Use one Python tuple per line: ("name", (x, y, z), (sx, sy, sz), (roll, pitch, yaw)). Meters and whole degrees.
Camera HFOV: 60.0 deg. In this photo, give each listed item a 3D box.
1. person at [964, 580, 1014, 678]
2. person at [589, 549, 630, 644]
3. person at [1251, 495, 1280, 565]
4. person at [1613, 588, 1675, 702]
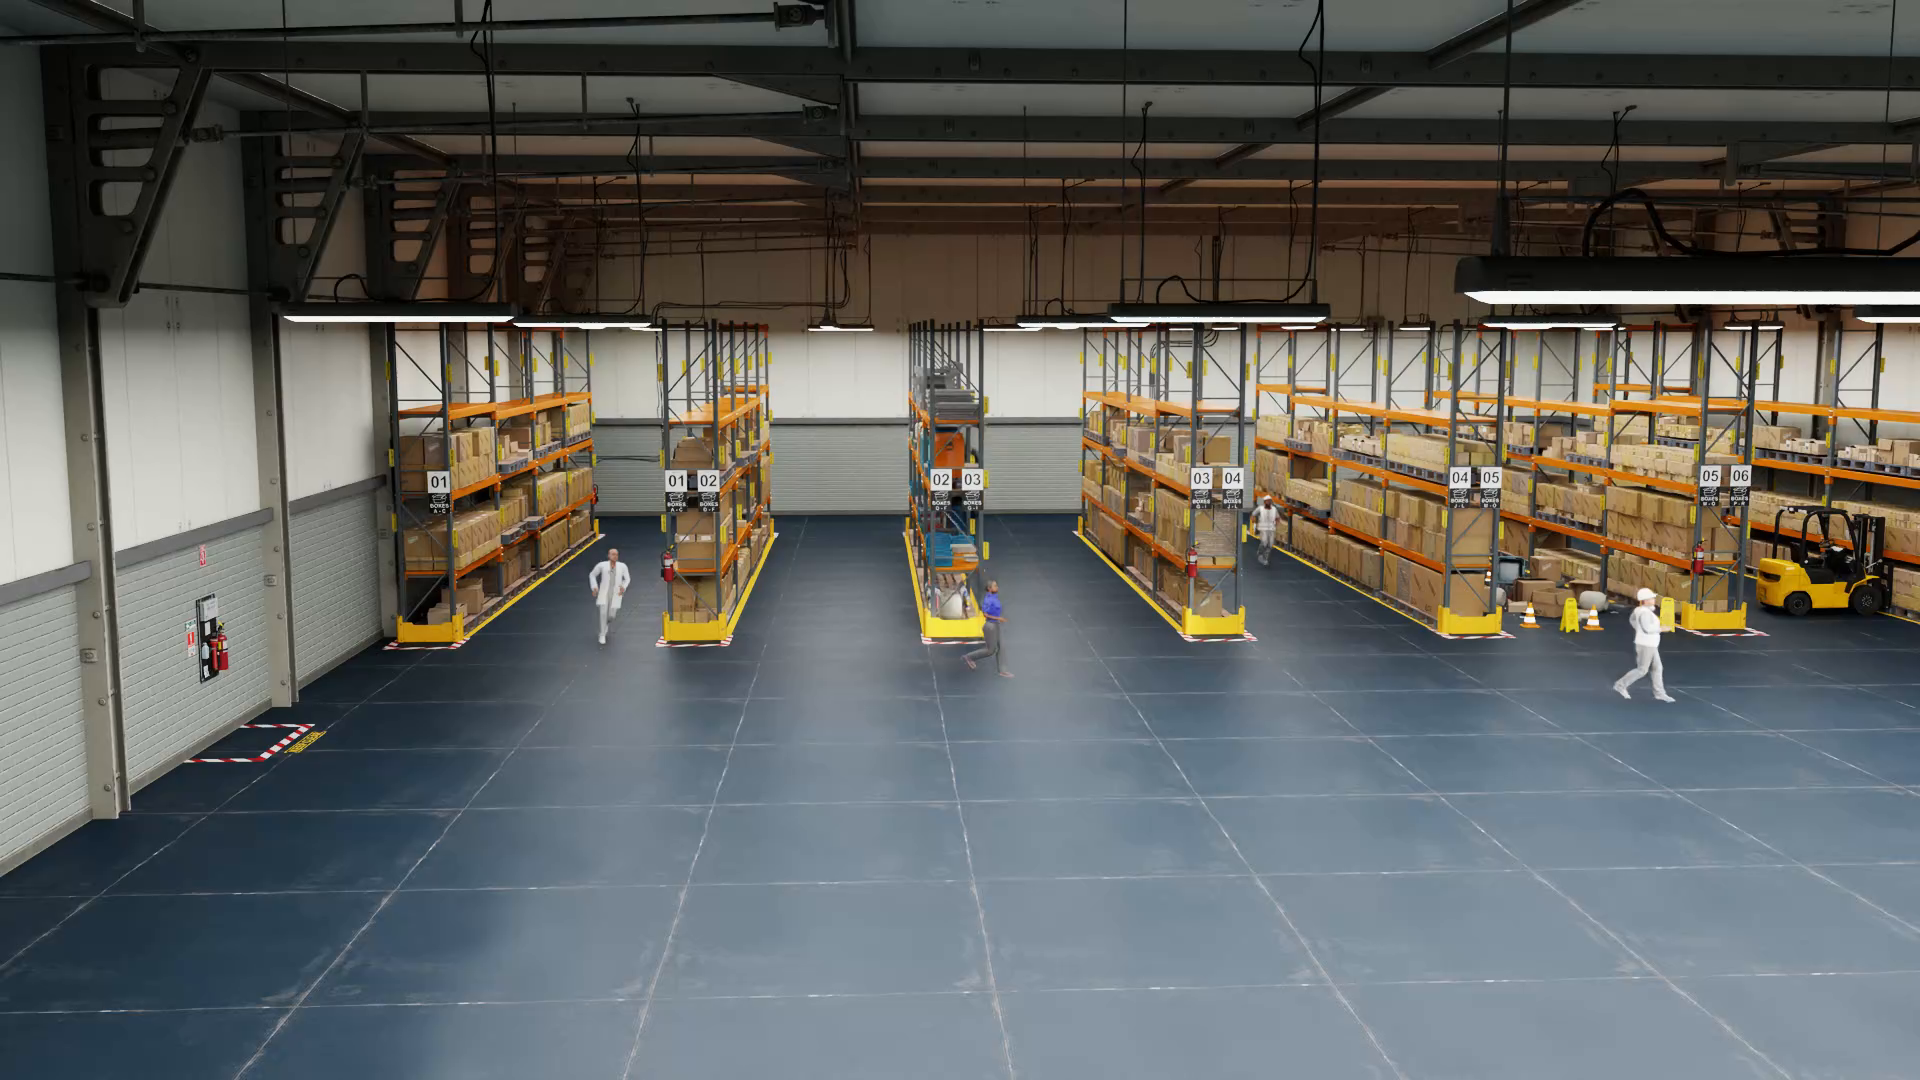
("person", (0.505, 1.483, 27.830), (0.851, 1.650, 0.579), (2, 7, 18))
("person", (-6.581, 1.034, 31.272), (0.755, 1.744, 0.764), (-2, 7, -17))
("person", (7.599, -0.235, 41.147), (0.670, 1.737, 0.624), (-1, 7, -8))
("person", (10.662, 1.630, 25.819), (0.906, 1.767, 0.661), (3, 8, 22))
